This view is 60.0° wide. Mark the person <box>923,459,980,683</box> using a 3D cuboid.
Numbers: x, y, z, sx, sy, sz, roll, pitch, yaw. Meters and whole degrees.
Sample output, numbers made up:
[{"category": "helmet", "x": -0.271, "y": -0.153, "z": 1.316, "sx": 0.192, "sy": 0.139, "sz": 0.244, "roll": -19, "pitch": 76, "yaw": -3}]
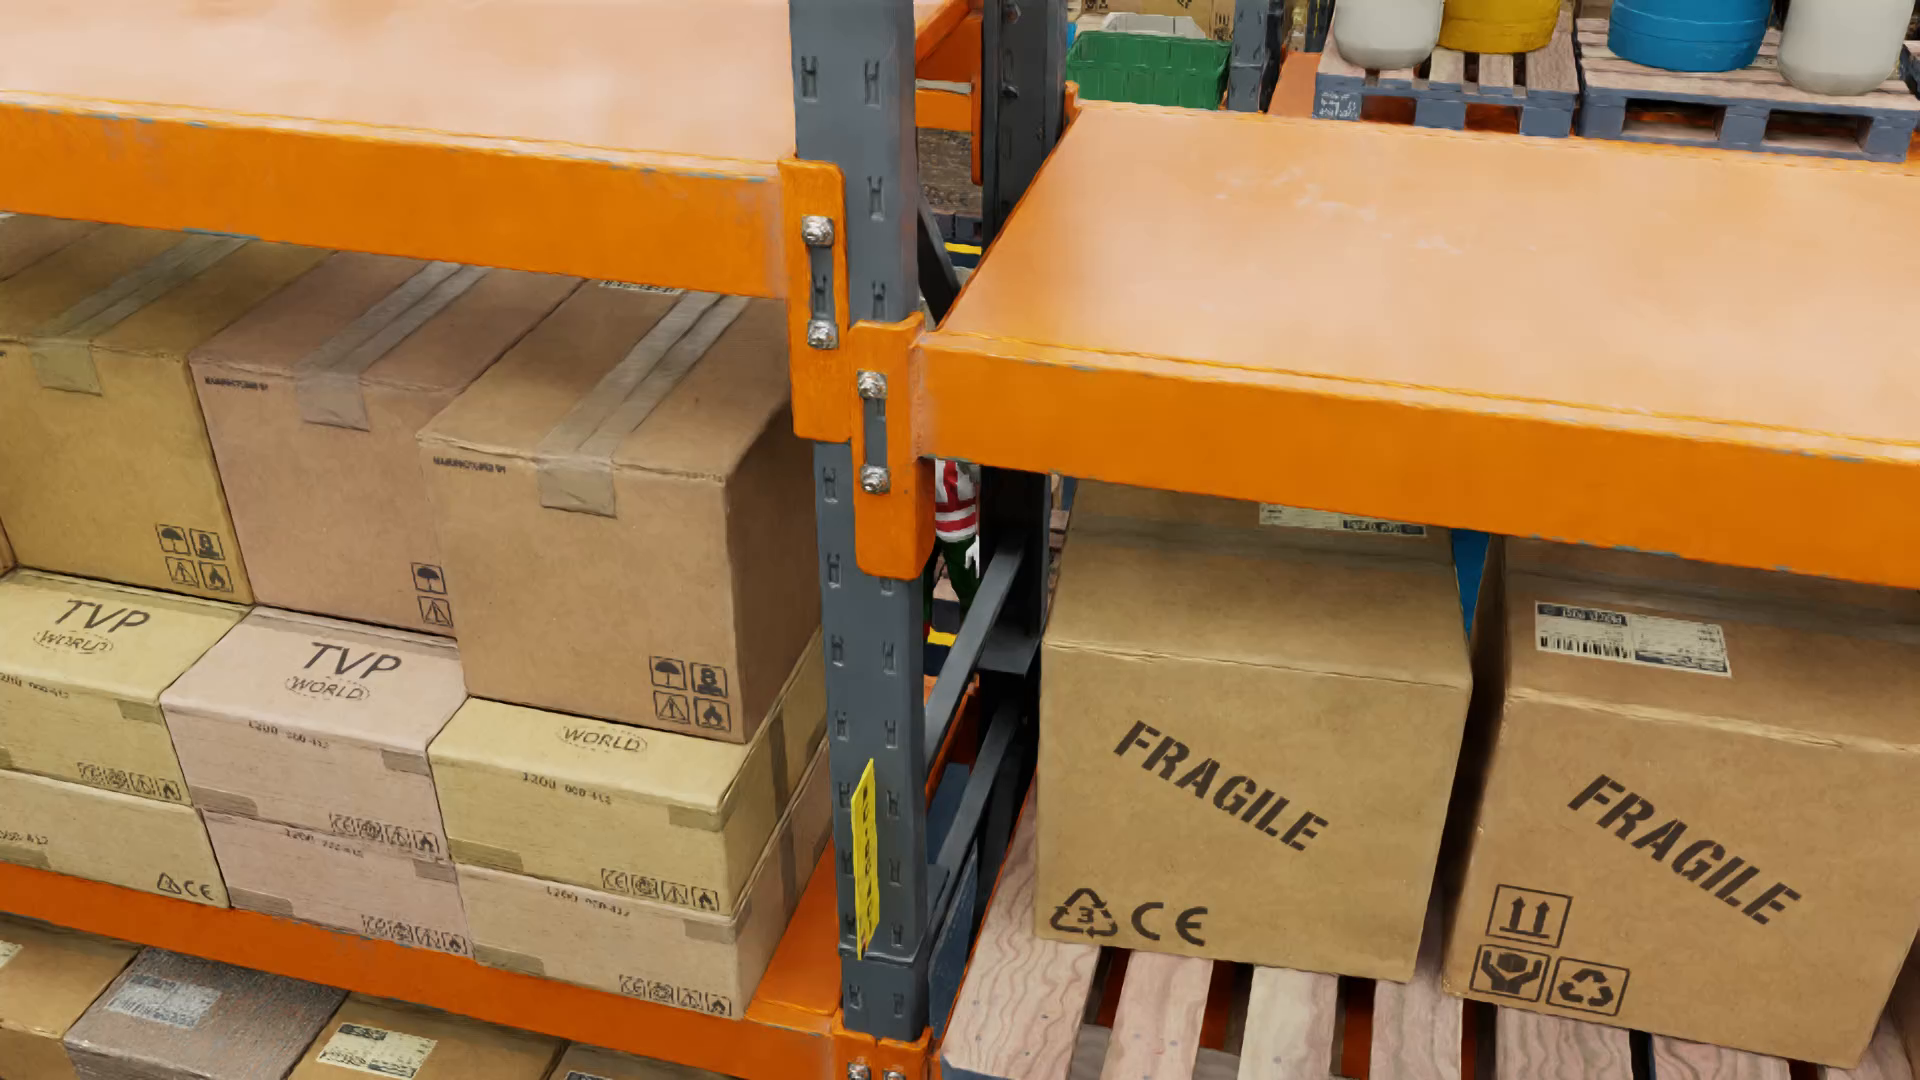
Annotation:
[{"category": "person", "x": -0.137, "y": -0.057, "z": 7.682, "sx": 0.678, "sy": 1.787, "sz": 0.580, "roll": 20, "pitch": 38, "yaw": 29}]
